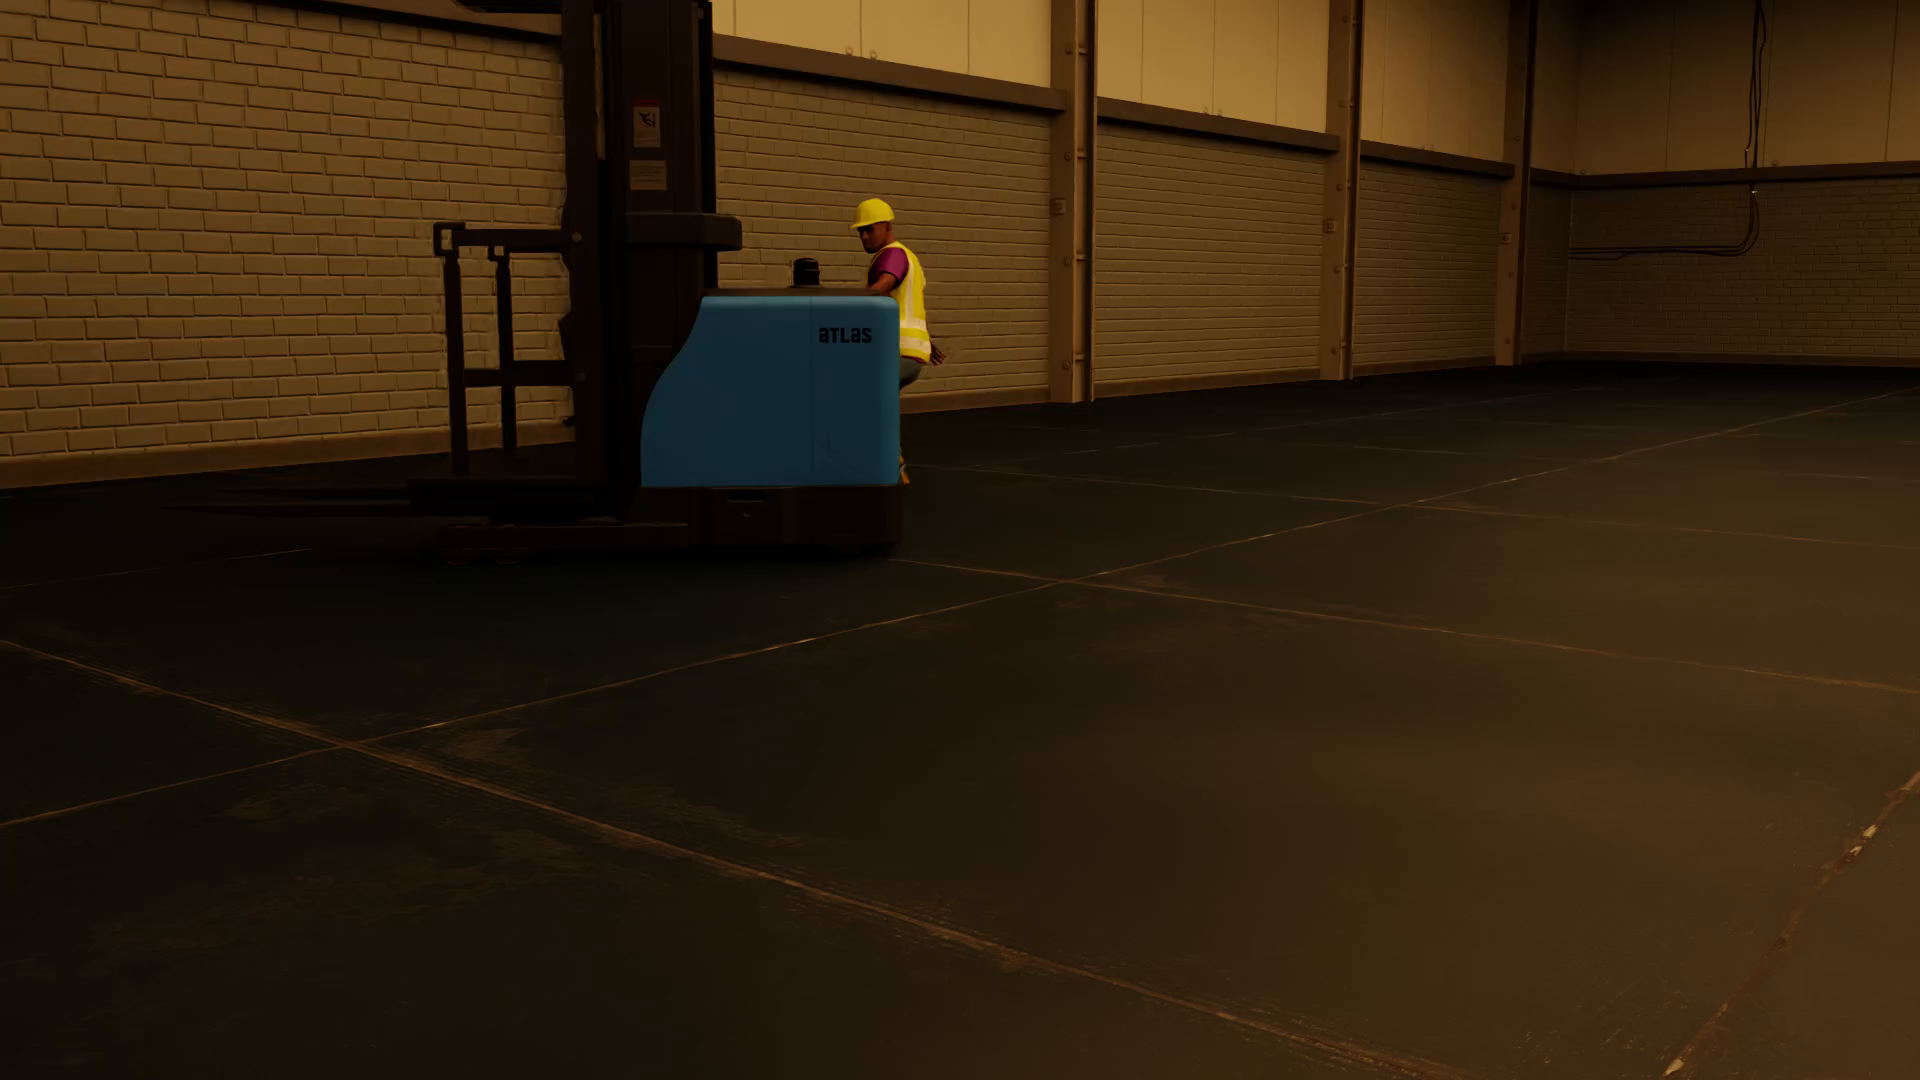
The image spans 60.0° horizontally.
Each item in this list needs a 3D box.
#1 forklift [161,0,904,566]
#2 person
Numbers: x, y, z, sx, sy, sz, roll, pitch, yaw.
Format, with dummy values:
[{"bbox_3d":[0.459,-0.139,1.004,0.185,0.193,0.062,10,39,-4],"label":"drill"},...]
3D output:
[{"bbox_3d":[-1.774,-1.426,7.028,3.031,2.935,1.130,-1,8,-4],"label":"forklift"},{"bbox_3d":[-0.392,-1.037,9.145,0.517,1.653,1.214,2,9,16],"label":"person"}]
